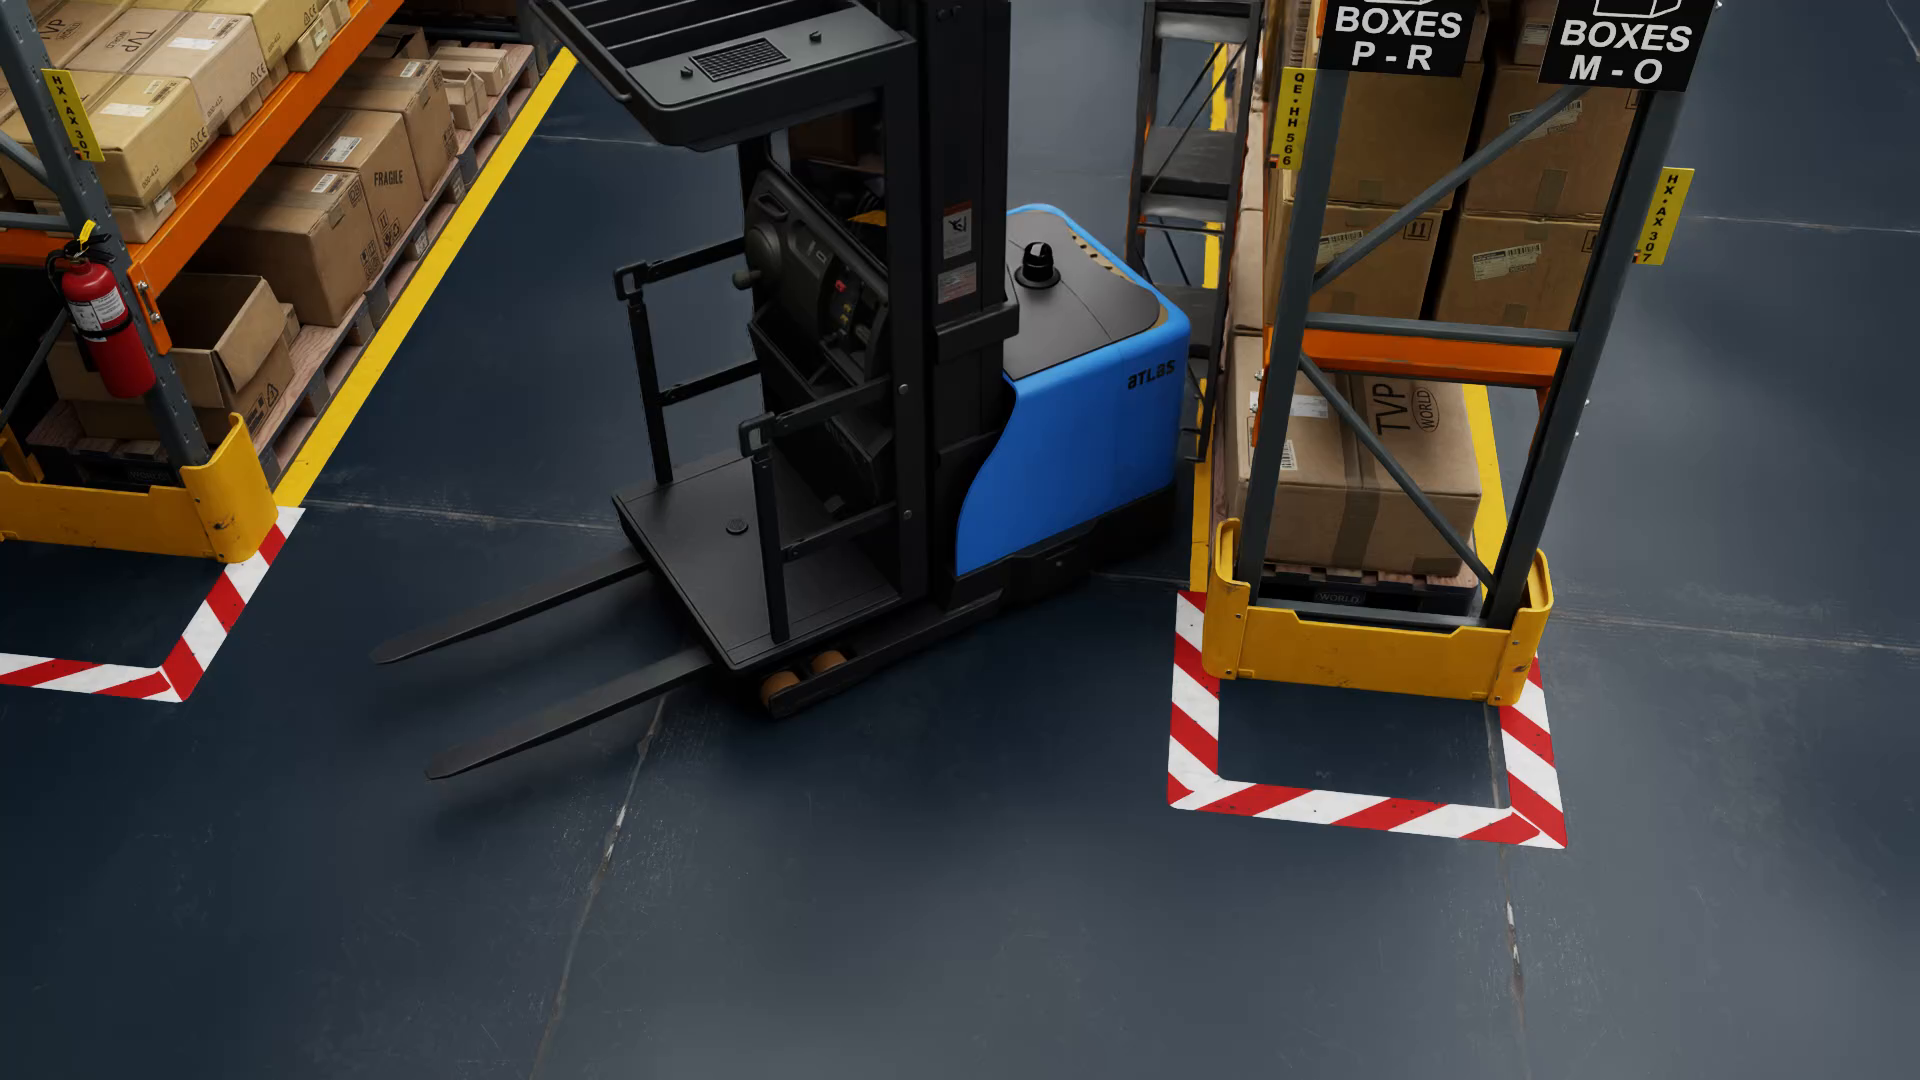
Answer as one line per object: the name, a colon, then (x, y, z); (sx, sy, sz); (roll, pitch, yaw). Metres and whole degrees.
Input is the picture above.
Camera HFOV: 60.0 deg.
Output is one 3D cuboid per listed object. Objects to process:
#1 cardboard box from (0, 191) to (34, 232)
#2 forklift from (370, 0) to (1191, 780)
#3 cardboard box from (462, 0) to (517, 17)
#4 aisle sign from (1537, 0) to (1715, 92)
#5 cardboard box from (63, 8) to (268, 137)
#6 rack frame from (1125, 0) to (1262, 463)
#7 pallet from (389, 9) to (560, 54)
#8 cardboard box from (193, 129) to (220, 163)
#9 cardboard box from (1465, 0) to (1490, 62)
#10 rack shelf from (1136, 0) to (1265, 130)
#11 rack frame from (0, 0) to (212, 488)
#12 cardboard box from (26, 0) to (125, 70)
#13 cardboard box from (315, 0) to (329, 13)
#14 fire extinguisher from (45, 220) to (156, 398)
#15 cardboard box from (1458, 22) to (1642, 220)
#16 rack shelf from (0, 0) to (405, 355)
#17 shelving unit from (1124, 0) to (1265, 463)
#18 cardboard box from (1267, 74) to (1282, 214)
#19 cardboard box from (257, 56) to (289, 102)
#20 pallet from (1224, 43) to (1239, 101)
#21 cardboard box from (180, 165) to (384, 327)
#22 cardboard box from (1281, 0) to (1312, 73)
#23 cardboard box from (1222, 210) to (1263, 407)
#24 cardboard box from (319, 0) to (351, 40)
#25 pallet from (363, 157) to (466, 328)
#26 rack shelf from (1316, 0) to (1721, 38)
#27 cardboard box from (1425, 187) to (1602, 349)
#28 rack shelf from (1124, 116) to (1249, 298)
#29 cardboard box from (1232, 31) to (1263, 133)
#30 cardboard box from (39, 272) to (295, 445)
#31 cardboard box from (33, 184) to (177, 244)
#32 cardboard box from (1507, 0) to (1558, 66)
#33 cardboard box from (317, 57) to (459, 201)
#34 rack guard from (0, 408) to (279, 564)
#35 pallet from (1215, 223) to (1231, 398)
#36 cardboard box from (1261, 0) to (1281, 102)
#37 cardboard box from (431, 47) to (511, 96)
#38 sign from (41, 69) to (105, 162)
cardboard box: (-3.635, -1.267, 6.089); (0.380, 0.149, 0.250); (5, 44, 5)
forklift: (-0.664, -0.839, 5.504); (3.031, 2.935, 1.130); (-23, 48, -22)
cardboard box: (-2.597, -3.388, 9.659); (0.500, 0.500, 0.500); (7, 44, 7)
aisle sign: (1.785, -1.528, 4.291); (0.394, 0.787, 0.004); (5, 44, 6)
cardboard box: (-3.020, -1.790, 6.351); (0.500, 0.250, 0.500); (6, 44, 6)
rack frame: (0.845, -1.186, 6.375); (0.400, 2.100, 0.015); (7, 38, 9)
pallet: (-2.814, -3.379, 10.165); (1.003, 0.211, 1.213); (5, 44, 6)
cardboard box: (-3.110, -1.576, 6.415); (0.380, 0.149, 0.250); (5, 44, 5)
cardboard box: (1.356, -1.557, 4.941); (0.380, 0.149, 0.250); (6, 44, 6)
rack shelf: (0.900, -1.876, 6.146); (0.431, 0.518, 0.480); (7, 38, 9)
rack frame: (-3.413, -1.108, 5.739); (1.000, 3.000, 0.127); (5, 44, 6)
cardboard box: (-3.546, -1.850, 6.415); (0.500, 0.250, 0.500); (5, 44, 6)
cardboard box: (-2.909, -2.486, 7.087); (0.500, 0.250, 0.500); (4, 44, 4)
fire extinguisher: (-2.975, -0.802, 5.743); (0.296, 0.674, 0.183); (5, 44, 6)
cardboard box: (1.853, -1.360, 5.205); (0.500, 0.500, 0.500); (4, 44, 5)
rack shelf: (-3.149, -2.210, 7.425); (1.077, 0.370, 4.000); (5, 44, 6)
shelving unit: (0.893, -1.332, 6.565); (0.431, 2.100, 0.503); (7, 38, 9)
cardboard box: (1.390, -1.389, 5.963); (0.500, 0.500, 0.500); (4, 44, 5)
cardboard box: (-2.986, -1.924, 6.783); (0.380, 0.149, 0.250); (6, 44, 6)
pallet: (2.064, -2.906, 9.665); (1.003, 0.211, 1.213); (5, 44, 6)
cardboard box: (-3.087, -1.340, 7.496); (0.700, 0.500, 0.500); (7, 44, 7)
cardboard box: (1.375, -1.768, 5.635); (0.500, 0.500, 0.500); (5, 44, 6)
cardboard box: (1.608, -0.965, 7.145); (0.875, 0.438, 0.875); (6, 44, 7)
cardboard box: (-2.864, -2.271, 7.149); (0.380, 0.149, 0.250); (6, 44, 6)
pallet: (-3.135, -1.520, 8.202); (1.003, 0.211, 1.213); (5, 44, 6)
rack shelf: (1.772, -2.850, 5.920); (1.077, 0.370, 4.000); (5, 44, 6)
cardboard box: (1.855, -0.997, 5.548); (0.500, 0.500, 0.500); (5, 44, 5)
rack shelf: (0.893, -1.321, 6.573); (0.431, 0.518, 0.480); (7, 38, 9)
cardboard box: (1.847, -2.189, 8.439); (0.875, 0.438, 0.875); (5, 44, 5)
cardboard box: (-3.238, -0.762, 6.884); (0.797, 0.503, 0.637); (4, 44, 4)
cardboard box: (-3.098, -1.216, 6.035); (0.380, 0.149, 0.250); (5, 44, 5)
cardboard box: (1.829, -1.511, 4.892); (0.380, 0.149, 0.250); (6, 44, 6)
cardboard box: (-2.950, -2.048, 8.243); (0.700, 0.500, 0.500); (4, 44, 4)
rack guard: (-3.403, -0.252, 6.653); (1.175, 0.500, 0.348); (5, 44, 6)
pallet: (1.699, -1.028, 7.682); (1.003, 0.211, 1.213); (5, 44, 6)
cardboard box: (1.504, -2.094, 6.707); (0.500, 0.500, 0.500); (6, 44, 7)
cardboard box: (-2.667, -2.545, 9.024); (0.380, 0.149, 0.250); (4, 44, 4)
sign: (-2.875, -1.373, 5.389); (0.100, 0.325, 0.005); (5, 44, 6)
